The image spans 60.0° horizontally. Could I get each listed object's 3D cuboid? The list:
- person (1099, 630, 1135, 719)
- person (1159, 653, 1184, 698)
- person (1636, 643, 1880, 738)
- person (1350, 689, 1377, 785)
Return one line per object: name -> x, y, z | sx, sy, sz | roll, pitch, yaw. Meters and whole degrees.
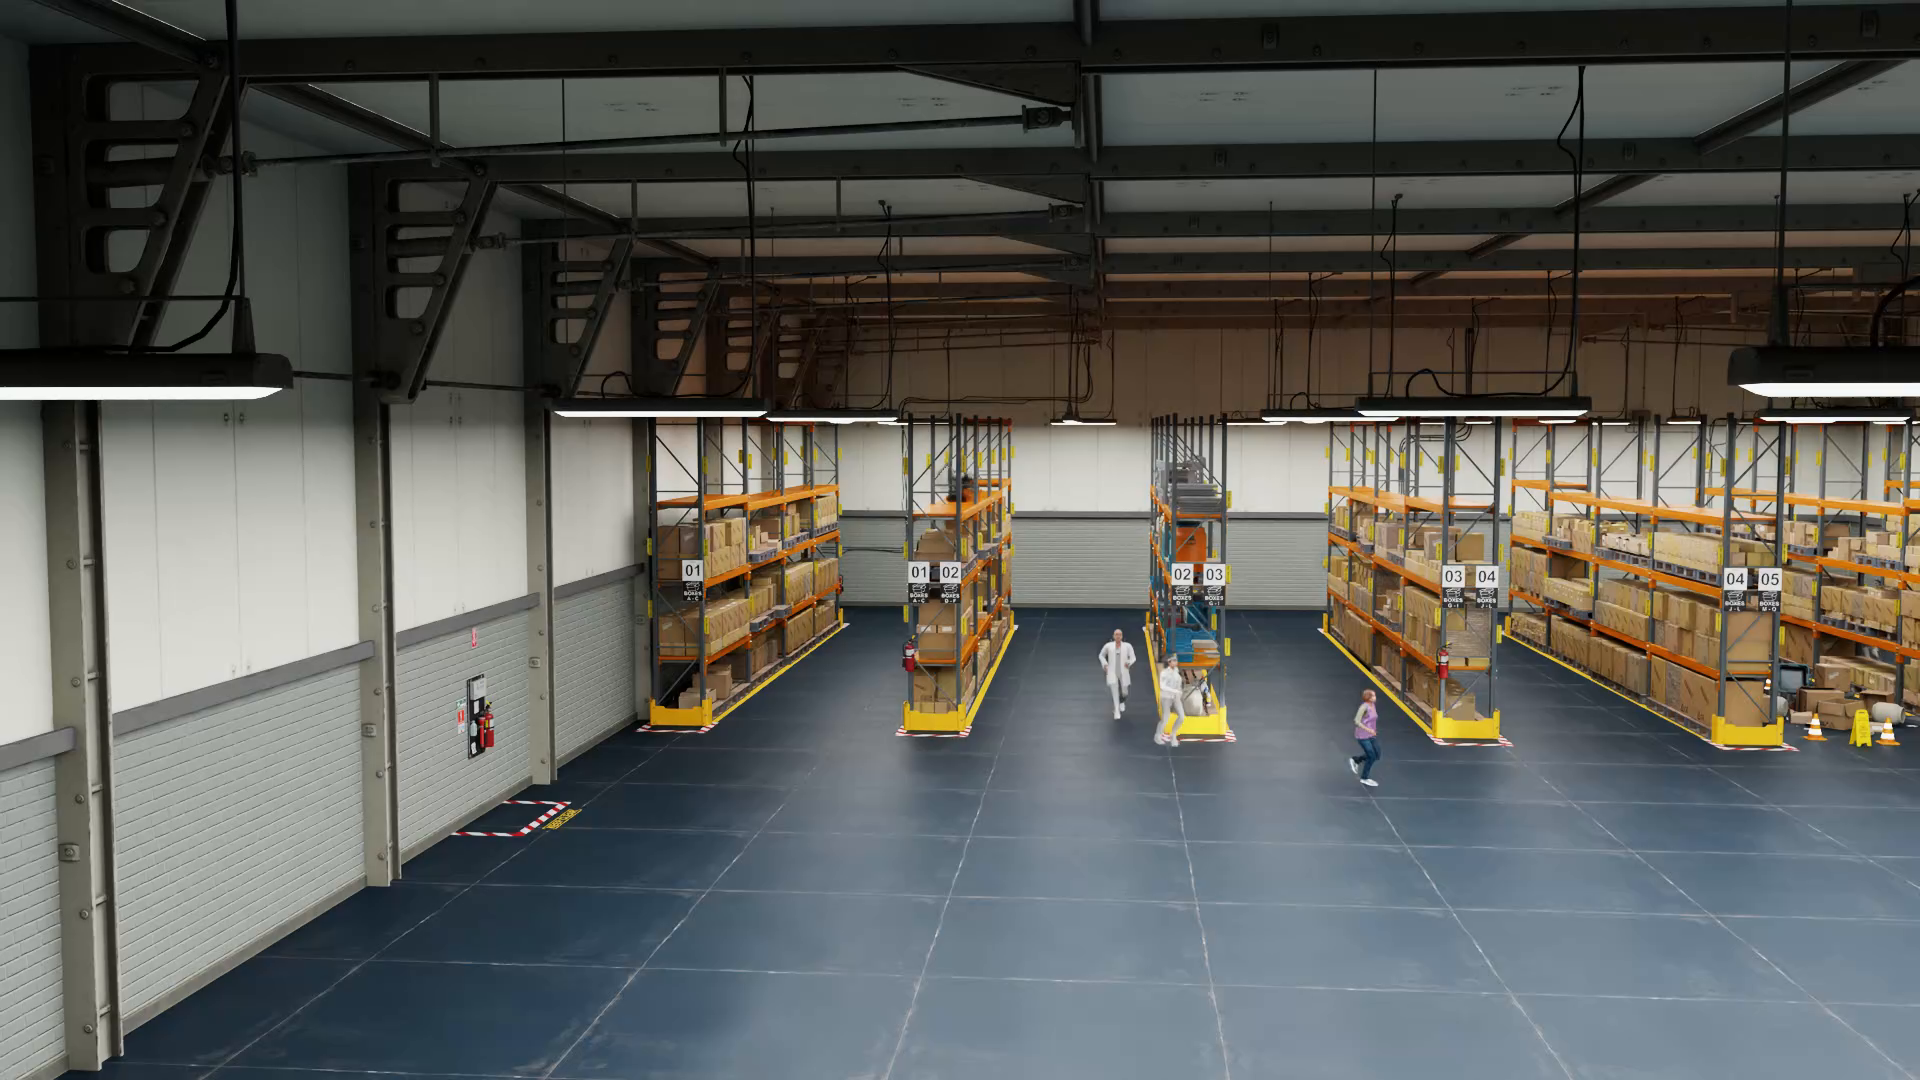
person -> 3.098, 2.630, 32.768 | 0.715, 1.735, 0.825 | 0, 4, 1
person -> 3.817, 2.441, 29.898 | 0.640, 0.841, 0.434 | -3, 5, -37
person -> 17.919, 2.530, 35.421 | 8.223, 1.635, 9.705 | 0, 4, 1
person -> 6.484, 3.159, 26.690 | 0.534, 1.558, 0.553 | 3, 5, 39
